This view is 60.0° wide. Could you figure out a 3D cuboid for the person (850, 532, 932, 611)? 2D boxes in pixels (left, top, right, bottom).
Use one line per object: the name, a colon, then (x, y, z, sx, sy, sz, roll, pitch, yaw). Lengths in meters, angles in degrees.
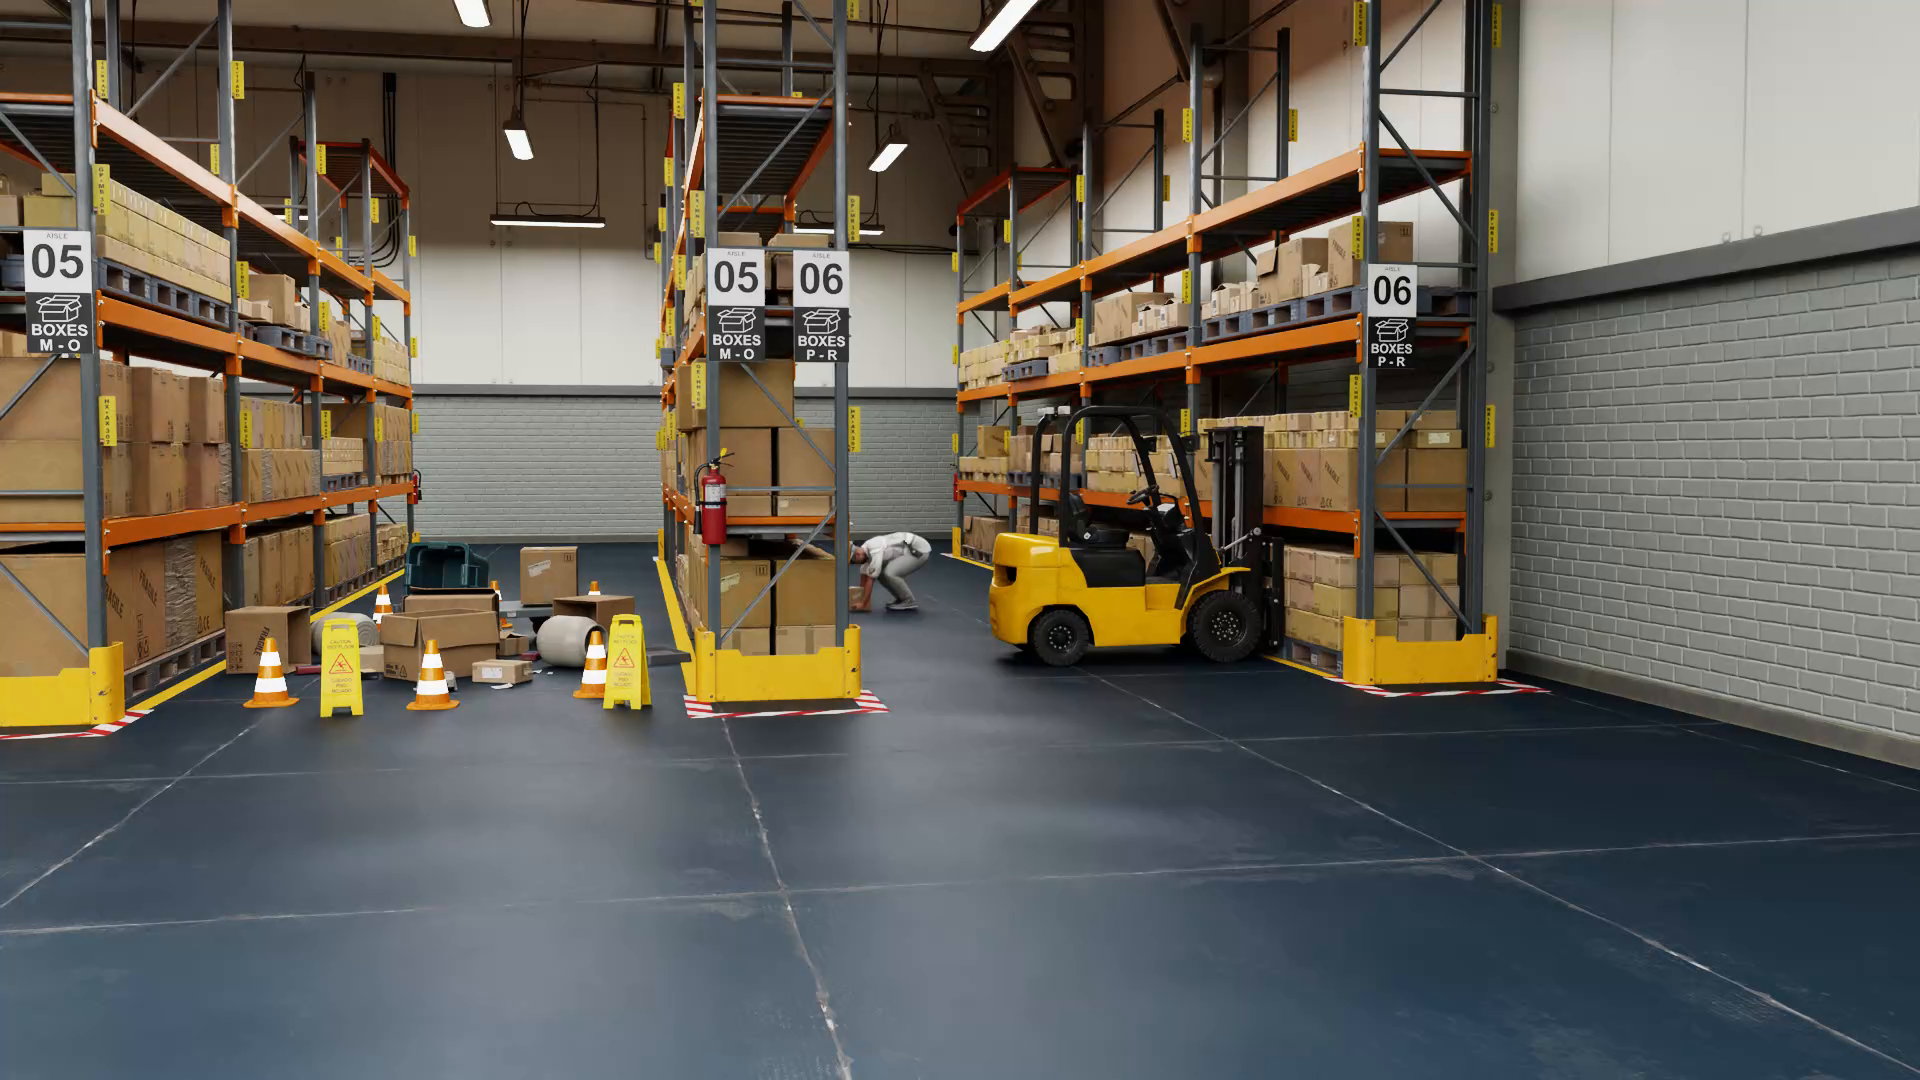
person: (-0.845, 0.358, 18.787, 1.016, 0.890, 0.545, -1, 3, -13)
